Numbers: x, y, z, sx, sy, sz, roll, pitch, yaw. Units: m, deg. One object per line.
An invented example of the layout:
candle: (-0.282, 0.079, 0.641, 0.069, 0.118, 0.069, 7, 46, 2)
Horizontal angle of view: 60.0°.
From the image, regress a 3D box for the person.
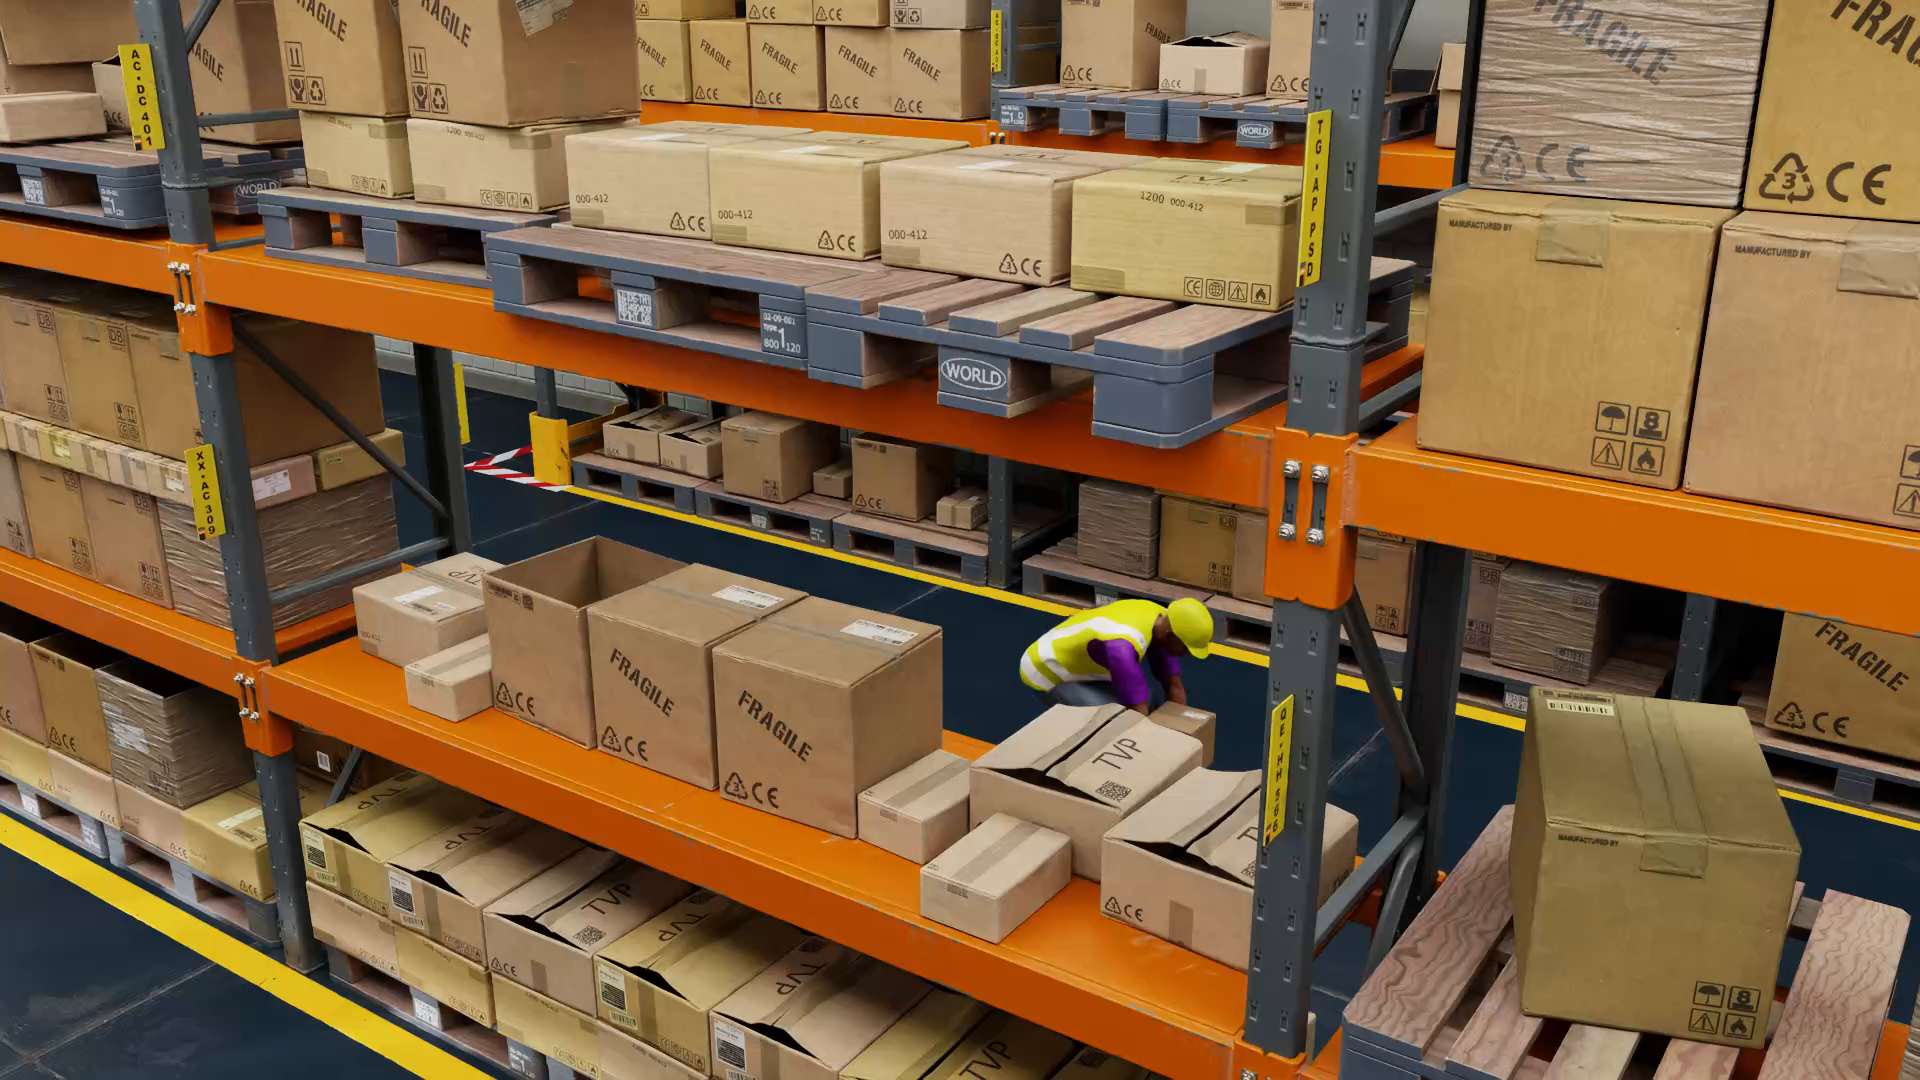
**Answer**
person: (0.739, 0.684, 7.755, 0.904, 1.011, 0.536, 12, 23, 31)
